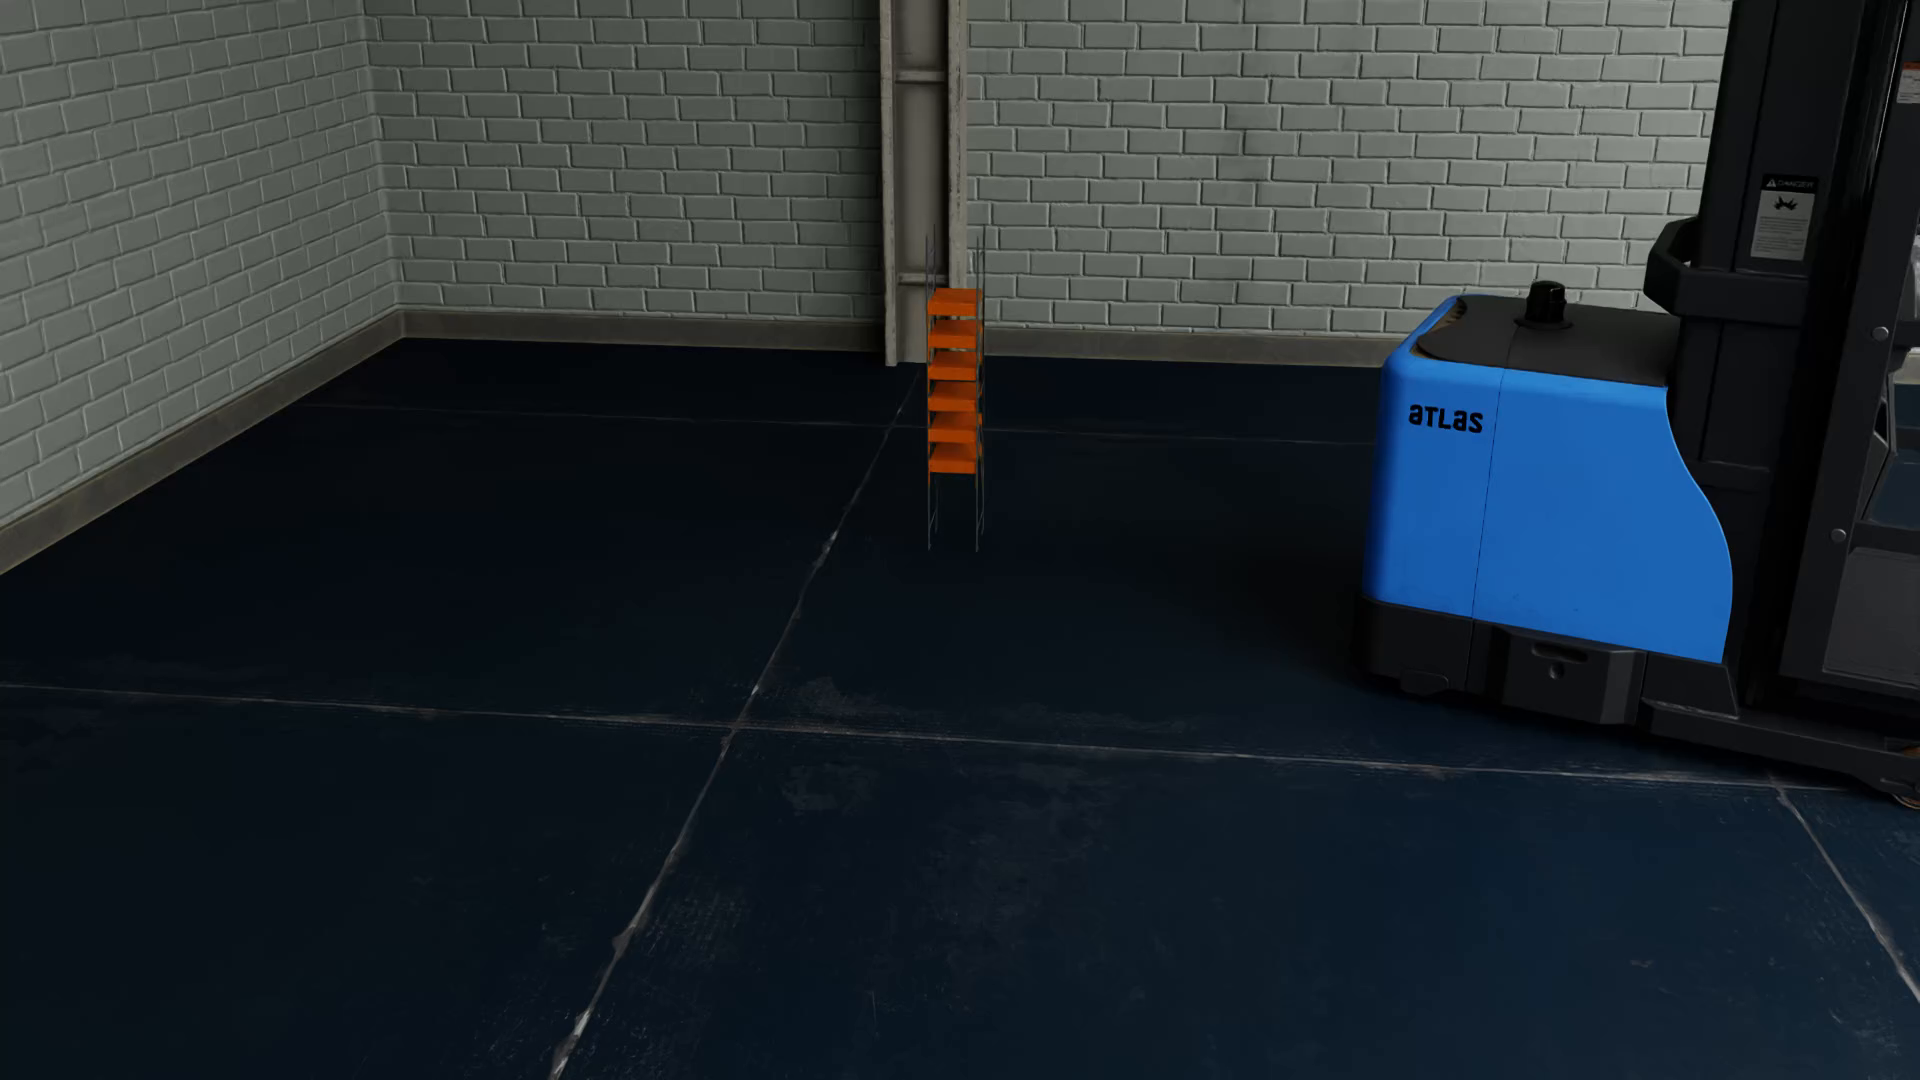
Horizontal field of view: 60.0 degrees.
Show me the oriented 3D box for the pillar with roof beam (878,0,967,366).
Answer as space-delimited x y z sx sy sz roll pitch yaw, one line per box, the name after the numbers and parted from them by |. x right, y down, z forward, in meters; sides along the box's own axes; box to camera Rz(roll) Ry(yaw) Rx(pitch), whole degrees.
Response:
-0.688 -3.577 3.247 0.400 9.000 9.100 2 22 6 | pillar with roof beam

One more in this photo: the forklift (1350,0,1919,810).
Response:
2.789 -0.814 4.511 3.031 2.935 1.130 11 24 25 | forklift

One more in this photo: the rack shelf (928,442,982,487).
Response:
-0.014 -0.294 6.325 0.180 0.103 0.258 2 22 6 | rack shelf

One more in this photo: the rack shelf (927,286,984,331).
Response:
-0.014 -0.852 6.105 0.180 0.103 0.258 2 22 6 | rack shelf

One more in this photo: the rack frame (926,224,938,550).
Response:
-0.105 -0.563 6.231 0.006 1.200 0.240 2 22 6 | rack frame

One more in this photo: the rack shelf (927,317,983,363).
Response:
-0.014 -0.740 6.149 0.180 0.103 0.258 2 22 6 | rack shelf

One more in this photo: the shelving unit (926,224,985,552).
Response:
-0.014 -0.559 6.221 0.189 1.200 0.258 2 22 6 | shelving unit

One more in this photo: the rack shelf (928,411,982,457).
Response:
-0.014 -0.406 6.281 0.180 0.103 0.258 2 22 6 | rack shelf

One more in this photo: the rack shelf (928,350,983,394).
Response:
-0.014 -0.629 6.193 0.180 0.103 0.258 2 22 6 | rack shelf

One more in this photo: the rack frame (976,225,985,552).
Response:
0.077 -0.555 6.211 0.006 1.200 0.240 2 22 6 | rack frame

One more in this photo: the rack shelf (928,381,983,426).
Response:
-0.014 -0.517 6.237 0.180 0.103 0.258 2 22 6 | rack shelf
